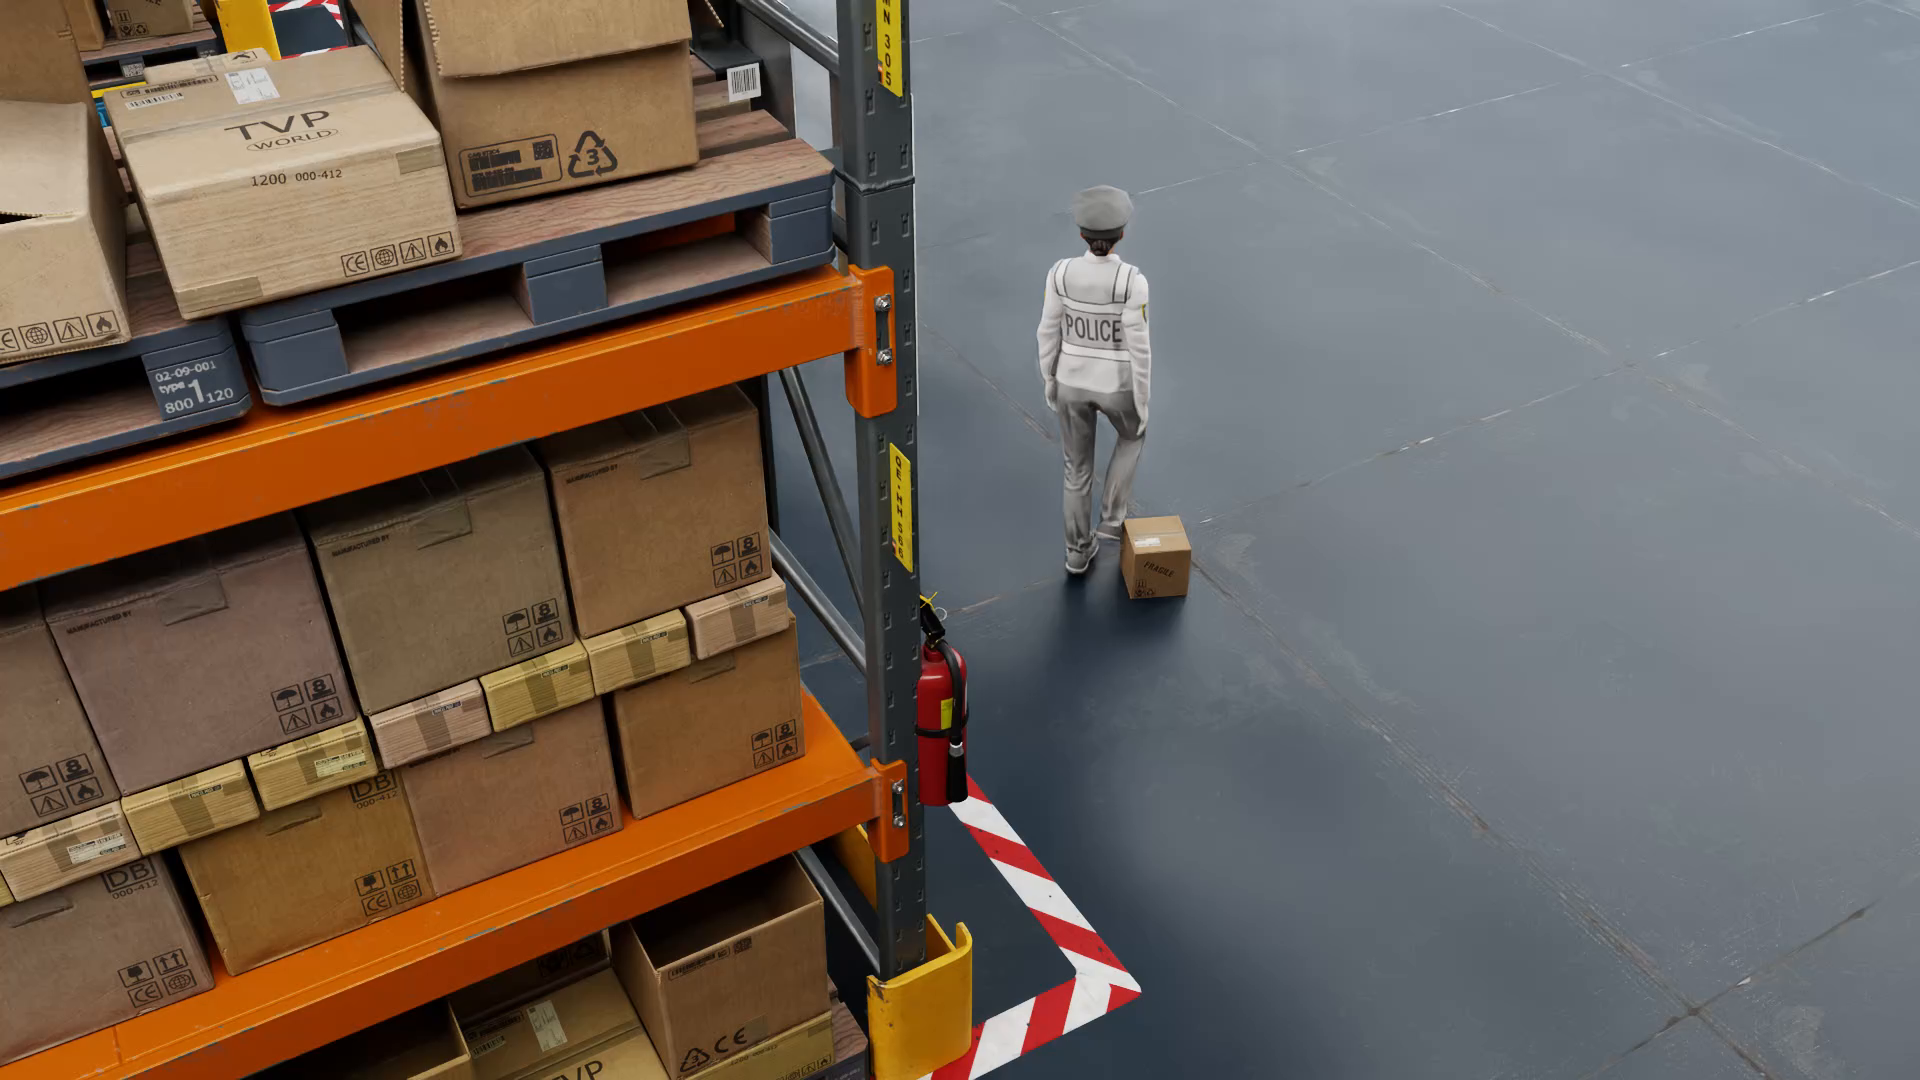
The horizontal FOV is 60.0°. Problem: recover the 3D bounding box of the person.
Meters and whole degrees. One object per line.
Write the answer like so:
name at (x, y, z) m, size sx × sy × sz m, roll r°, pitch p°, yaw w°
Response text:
person at (0.558, -0.642, 6.958) m, size 0.509 × 1.660 × 0.489 m, roll 10°, pitch 38°, yaw 13°
